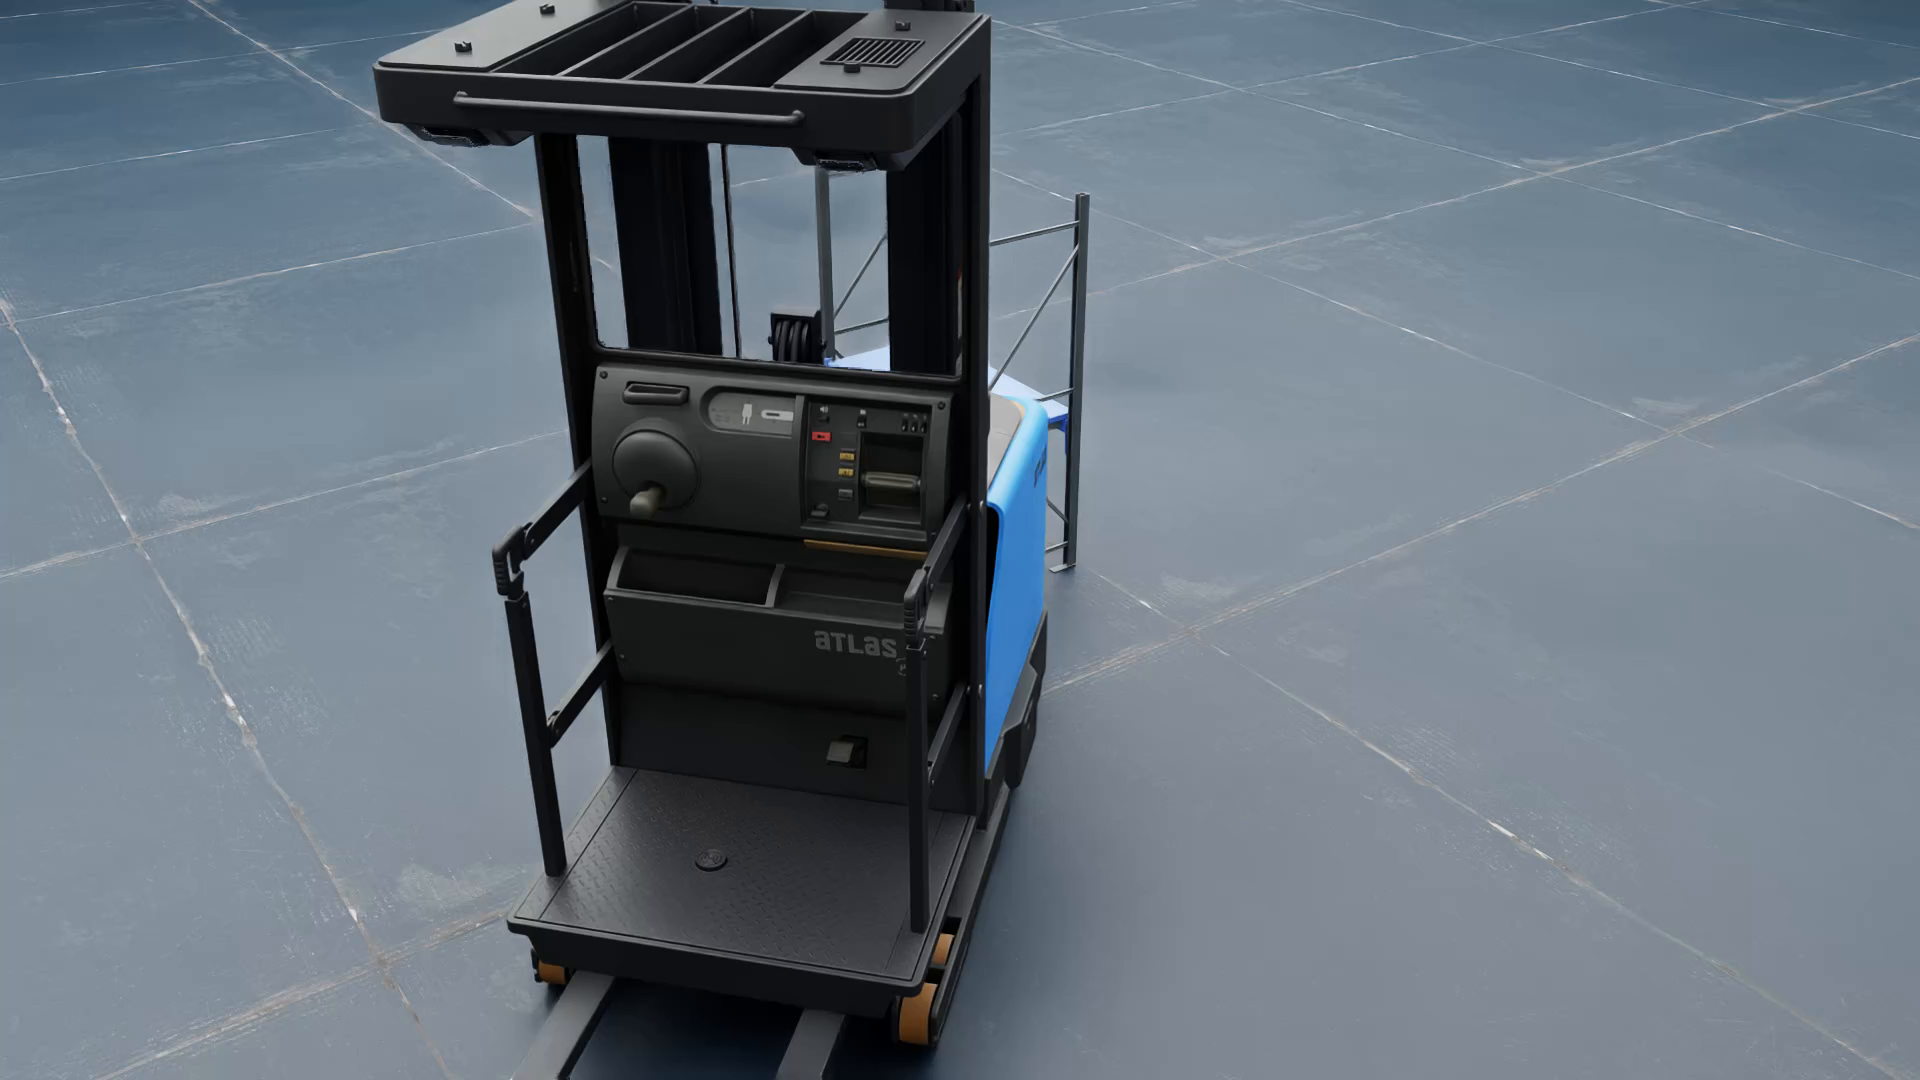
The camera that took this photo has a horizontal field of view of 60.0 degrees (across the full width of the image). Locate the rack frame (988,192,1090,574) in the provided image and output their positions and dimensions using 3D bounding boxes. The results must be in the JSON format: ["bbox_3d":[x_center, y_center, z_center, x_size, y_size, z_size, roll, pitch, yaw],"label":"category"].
[{"bbox_3d":[0.245,-0.495,6.089,0.500,1.500,0.032,-19,34,-31],"label":"rack frame"}]

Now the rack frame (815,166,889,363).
[{"bbox_3d":[-0.344,-0.890,6.817,0.500,1.500,0.032,-19,34,-31],"label":"rack frame"}]

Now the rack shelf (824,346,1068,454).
[{"bbox_3d":[-0.049,-0.534,6.539,0.538,0.185,1.000,-19,34,-31],"label":"rack shelf"}]

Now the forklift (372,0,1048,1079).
[{"bbox_3d":[-0.526,-0.172,3.995,1.130,2.935,3.031,6,29,11],"label":"forklift"}]

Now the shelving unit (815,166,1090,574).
[{"bbox_3d":[-0.049,-0.692,6.453,0.538,1.500,1.048,-19,34,-31],"label":"shelving unit"}]
